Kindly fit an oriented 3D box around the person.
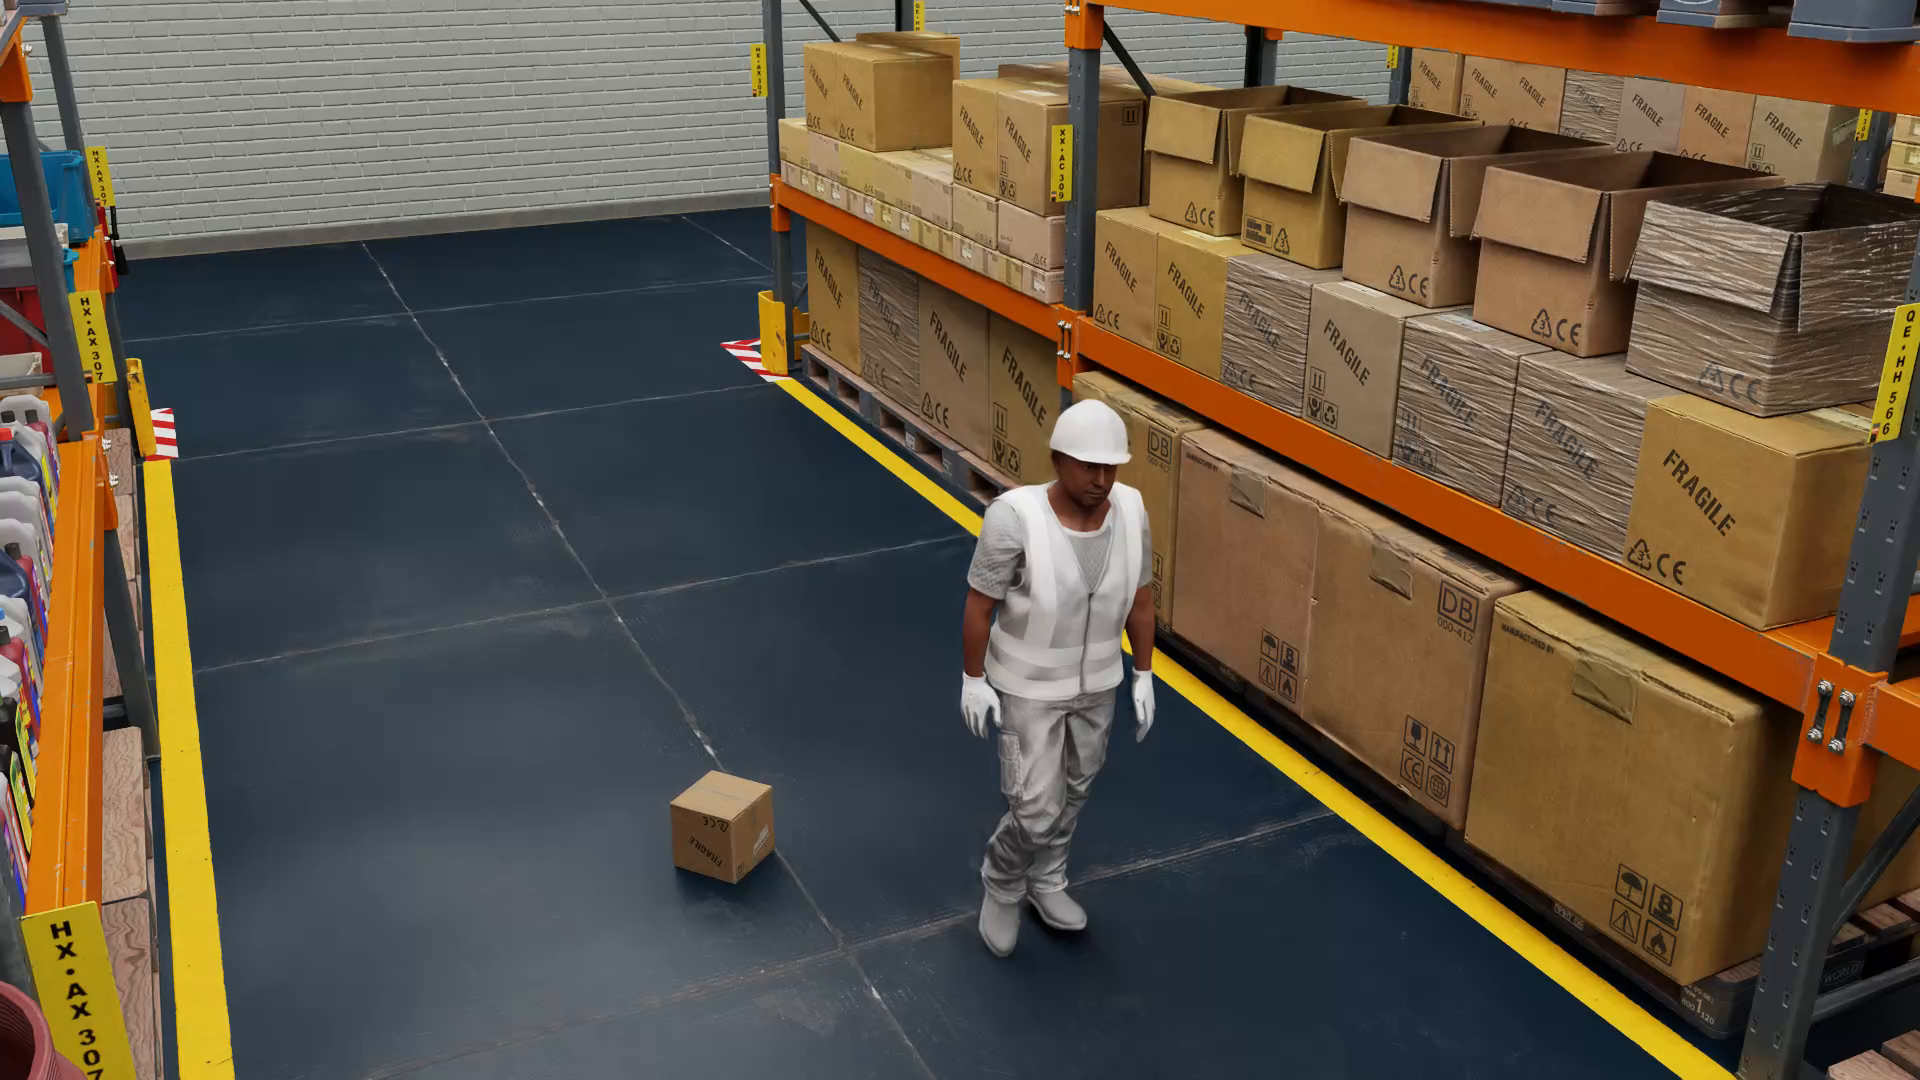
[{"bbox_3d":[0.293,0.432,4.936,0.578,1.794,0.483,-11,25,-26],"label":"person"}]
